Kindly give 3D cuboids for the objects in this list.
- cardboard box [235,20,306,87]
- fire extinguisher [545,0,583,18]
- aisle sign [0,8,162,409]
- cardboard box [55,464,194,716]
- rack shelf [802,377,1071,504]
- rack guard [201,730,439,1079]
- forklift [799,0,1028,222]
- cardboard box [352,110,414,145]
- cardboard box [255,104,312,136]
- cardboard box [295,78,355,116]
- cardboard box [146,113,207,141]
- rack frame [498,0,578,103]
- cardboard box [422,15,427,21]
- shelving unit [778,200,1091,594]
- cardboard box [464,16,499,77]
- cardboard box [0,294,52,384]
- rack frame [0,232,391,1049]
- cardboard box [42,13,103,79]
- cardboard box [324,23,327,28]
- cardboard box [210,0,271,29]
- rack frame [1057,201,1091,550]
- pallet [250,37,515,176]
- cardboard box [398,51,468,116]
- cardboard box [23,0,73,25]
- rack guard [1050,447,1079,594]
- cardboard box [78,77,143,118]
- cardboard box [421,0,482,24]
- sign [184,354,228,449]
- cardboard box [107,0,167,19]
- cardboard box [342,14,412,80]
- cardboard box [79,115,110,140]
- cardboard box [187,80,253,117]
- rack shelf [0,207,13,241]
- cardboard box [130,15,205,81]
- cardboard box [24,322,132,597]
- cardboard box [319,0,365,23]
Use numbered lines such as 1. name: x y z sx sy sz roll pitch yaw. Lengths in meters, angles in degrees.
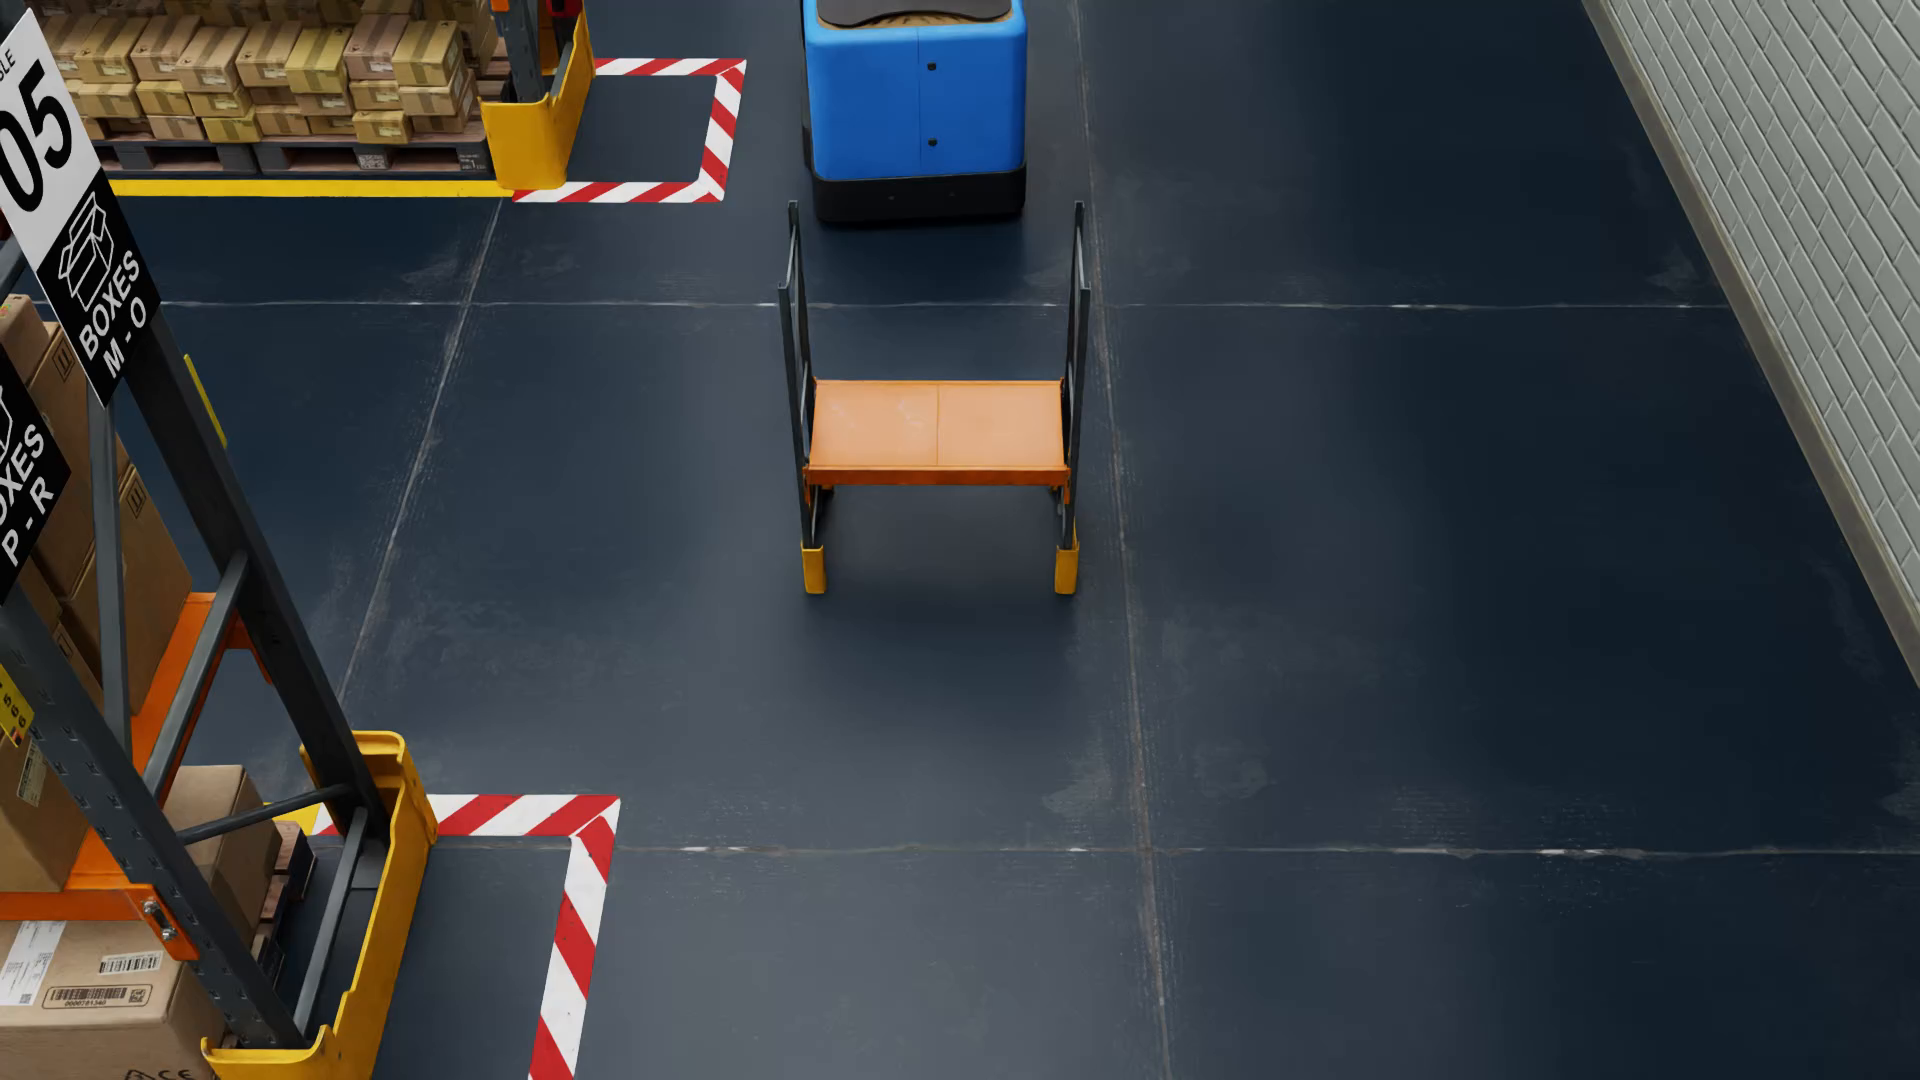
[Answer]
1. cardboard box: -3.422 -2.427 8.295 0.250 0.149 0.380 -2 47 -1
2. fire extinguisher: -1.872 -2.747 7.646 0.183 0.674 0.296 0 47 0
3. aisle sign: -1.967 -0.713 3.669 0.004 0.787 0.394 0 47 0
4. cardboard box: -2.519 0.139 4.584 0.500 0.500 0.500 0 47 0
5. rack shelf: -0.085 -0.389 6.414 1.000 0.185 0.538 0 47 0
6. rack guard: -2.016 1.237 5.338 0.348 0.500 1.175 0 47 0
7. forklift: -0.321 -3.646 8.222 1.130 2.935 3.031 -4 47 -3
8. cardboard box: -2.907 -2.186 8.477 0.250 0.149 0.380 1 47 1
9. cardboard box: -3.418 -2.241 8.528 0.250 0.149 0.380 1 47 1
10. cardboard box: -3.171 -2.305 8.384 0.250 0.149 0.380 -2 47 -1
11. cardboard box: -3.947 -2.211 8.500 0.250 0.149 0.380 1 47 1
12. rack frame: -2.122 -3.239 7.796 0.127 3.000 1.000 0 47 0
13. cardboard box: -2.919 -2.743 8.793 0.250 0.149 0.380 0 47 0
14. shelving unit: -0.076 -0.511 6.282 1.083 1.500 0.587 0 47 0
15. cardboard box: -2.645 -2.646 8.905 0.250 0.149 0.380 1 47 1
16. cardboard box: -2.394 -0.415 3.973 0.250 0.149 0.380 1 47 1
17. rack frame: -2.040 0.385 4.423 0.127 3.000 1.000 0 47 0
18. cardboard box: -4.463 -2.478 8.342 0.250 0.149 0.380 -2 47 -1
19. cardboard box: -3.420 -2.759 8.807 0.250 0.149 0.380 1 47 1
20. cardboard box: -3.698 -2.818 8.659 0.250 0.149 0.380 2 47 2
21. rack frame: 0.423 -0.510 6.281 0.032 1.500 0.500 0 47 0
22. pallet: -3.011 -2.317 8.843 1.213 0.211 1.003 0 47 0
23. cardboard box: -2.651 -2.304 8.384 0.250 0.149 0.380 -1 47 -1
24. cardboard box: -4.731 -2.856 8.694 0.250 0.149 0.380 -2 47 -2
25. rack guard: 0.422 -0.084 6.738 0.087 0.250 0.587 0 47 0
26. cardboard box: -4.221 -2.291 8.372 0.250 0.149 0.380 1 47 1
27. cardboard box: -2.645 -2.863 8.701 0.250 0.149 0.380 -2 47 -2
28. sign: -2.032 -0.343 4.456 0.005 0.325 0.100 0 47 0
29. cardboard box: -4.213 -2.783 8.626 0.250 0.149 0.380 0 47 0
30. cardboard box: -2.904 -2.472 8.337 0.250 0.149 0.380 1 47 1
31. cardboard box: -4.462 -2.211 8.501 0.250 0.149 0.380 -1 47 -1
32. cardboard box: -3.689 -2.297 8.377 0.250 0.149 0.380 1 47 1
33. rack shelf: -4.040 -0.398 3.594 4.000 0.370 1.077 0 47 0
34. cardboard box: -3.954 -2.469 8.334 0.250 0.149 0.380 -1 47 -1
35. cardboard box: -2.519 -0.200 4.216 0.500 0.500 0.500 -1 47 -1
36. cardboard box: -3.173 -2.871 8.708 0.250 0.149 0.380 0 47 0
